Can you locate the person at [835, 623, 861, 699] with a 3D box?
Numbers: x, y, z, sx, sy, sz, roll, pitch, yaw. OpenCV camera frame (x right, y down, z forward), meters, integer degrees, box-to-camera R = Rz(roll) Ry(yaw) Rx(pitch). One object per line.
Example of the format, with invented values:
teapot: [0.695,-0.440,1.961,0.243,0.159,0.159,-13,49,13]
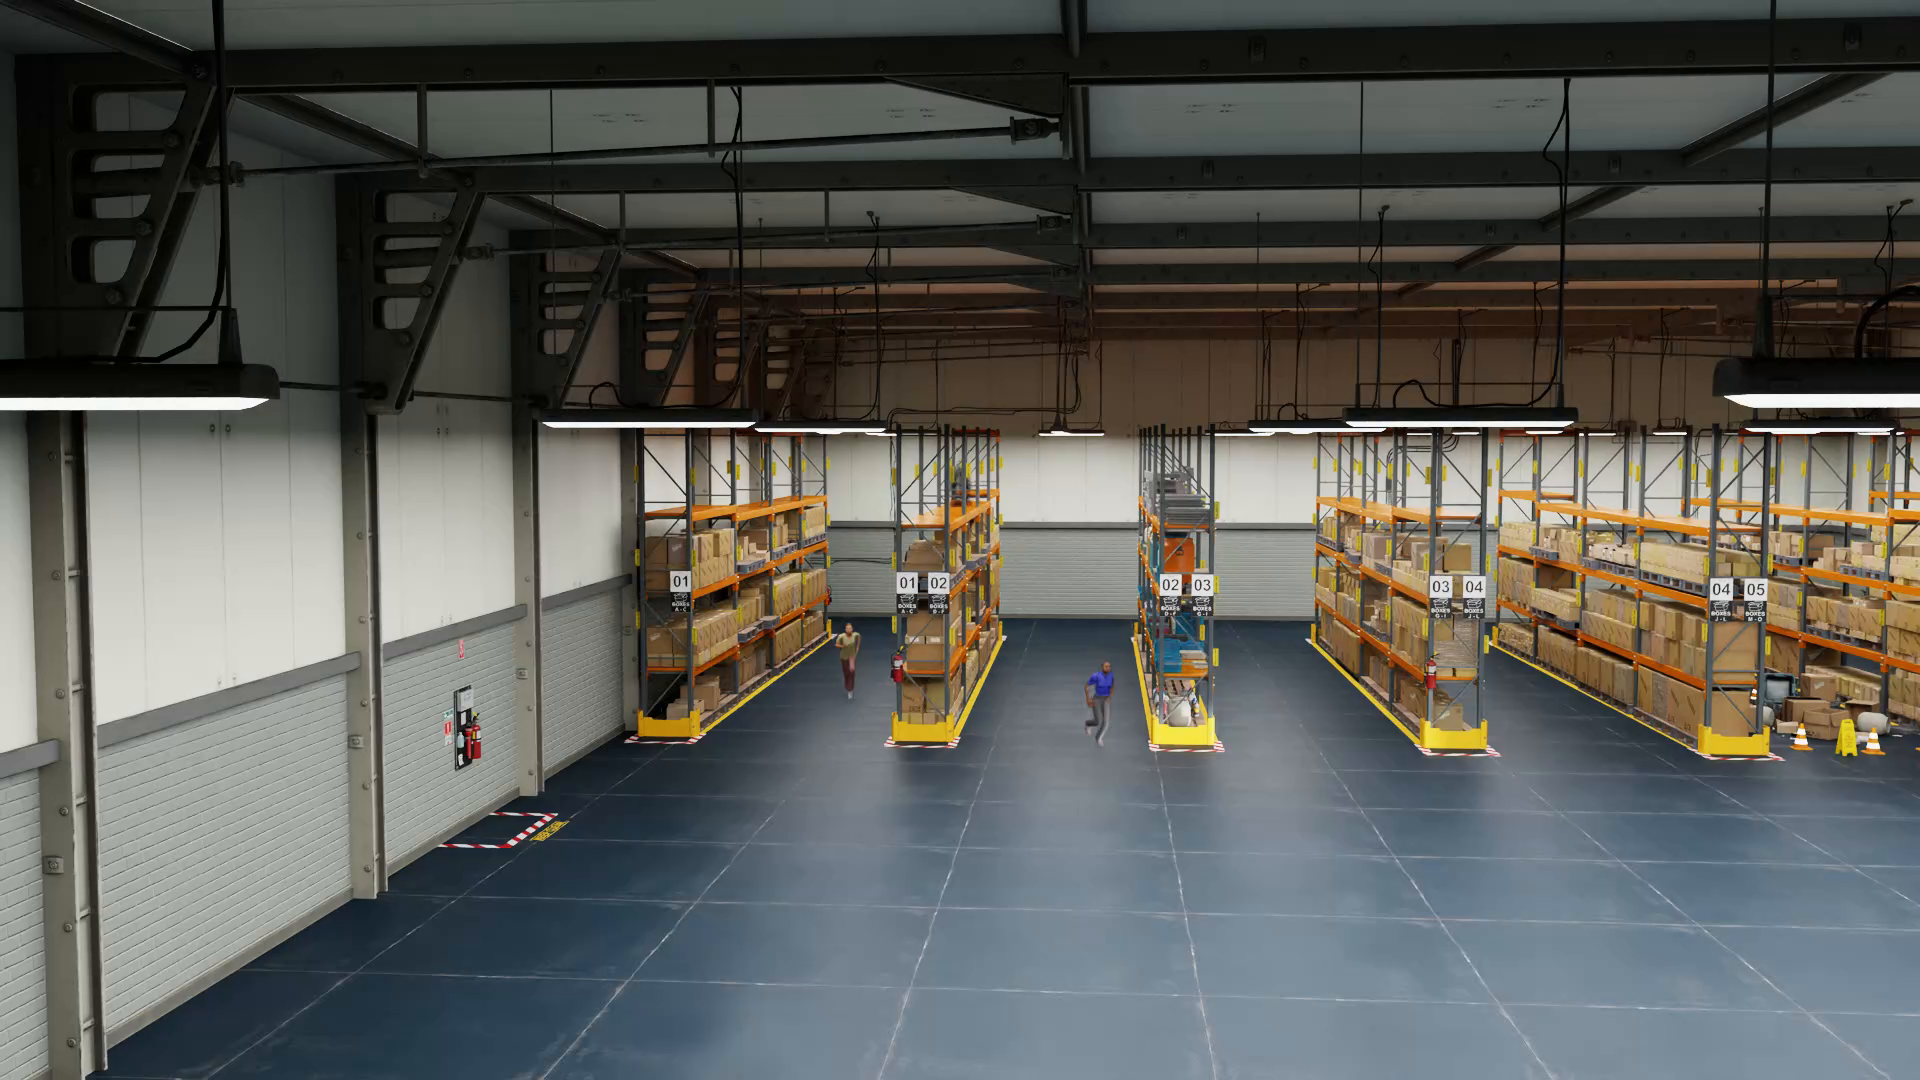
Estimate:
person: [-2.491,2.658,37.007,0.570,1.676,0.900,0,3,-3]

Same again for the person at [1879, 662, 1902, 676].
person: [21.510,2.521,38.391,0.557,1.716,0.901,0,3,-1]

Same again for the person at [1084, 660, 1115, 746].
person: [2.613,3.050,31.288,0.574,1.586,0.614,-2,4,-31]
